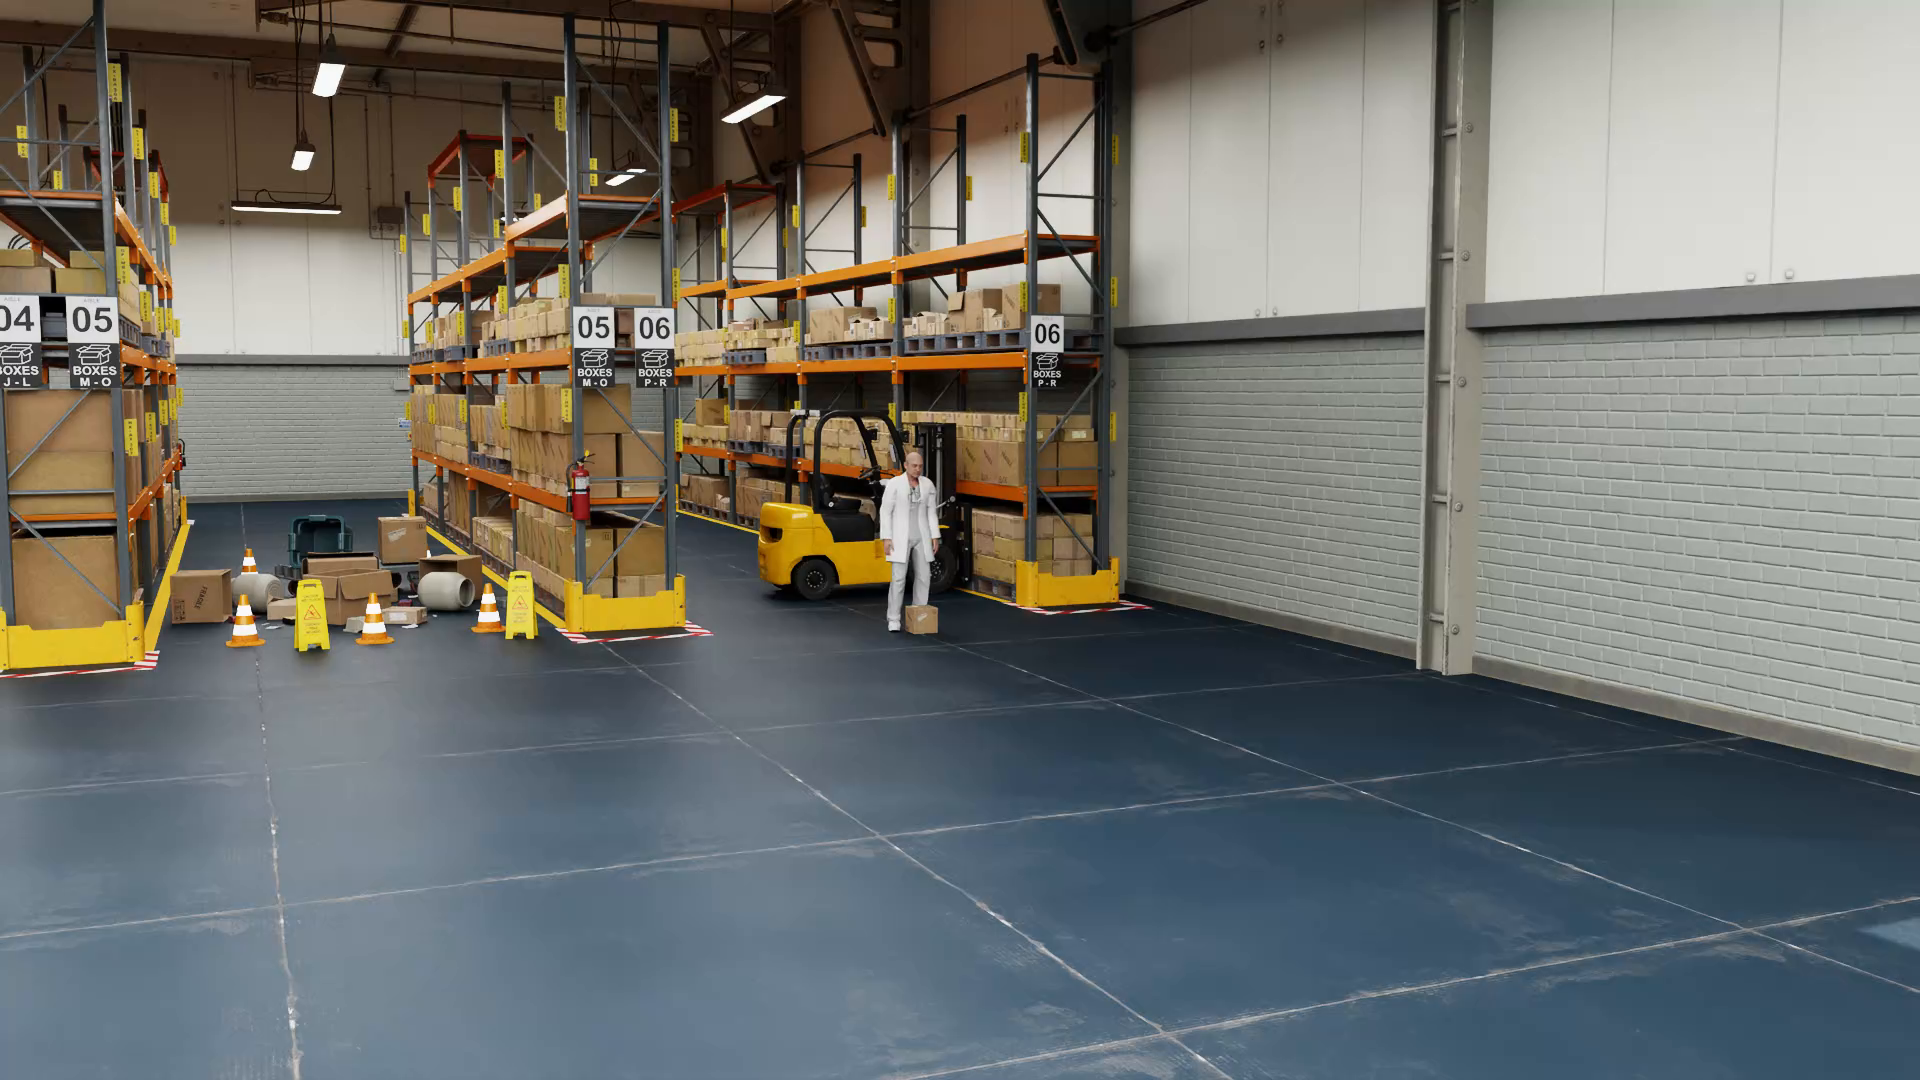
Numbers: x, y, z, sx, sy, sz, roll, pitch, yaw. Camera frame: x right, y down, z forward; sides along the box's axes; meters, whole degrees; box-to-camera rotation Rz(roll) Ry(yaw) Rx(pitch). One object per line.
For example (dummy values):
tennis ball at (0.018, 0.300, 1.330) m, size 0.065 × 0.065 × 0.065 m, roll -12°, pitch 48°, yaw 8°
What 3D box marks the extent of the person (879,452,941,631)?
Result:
person at (-0.494, 0.069, 16.628) m, size 0.642 × 1.648 × 0.427 m, roll -2°, pitch 6°, yaw -24°
